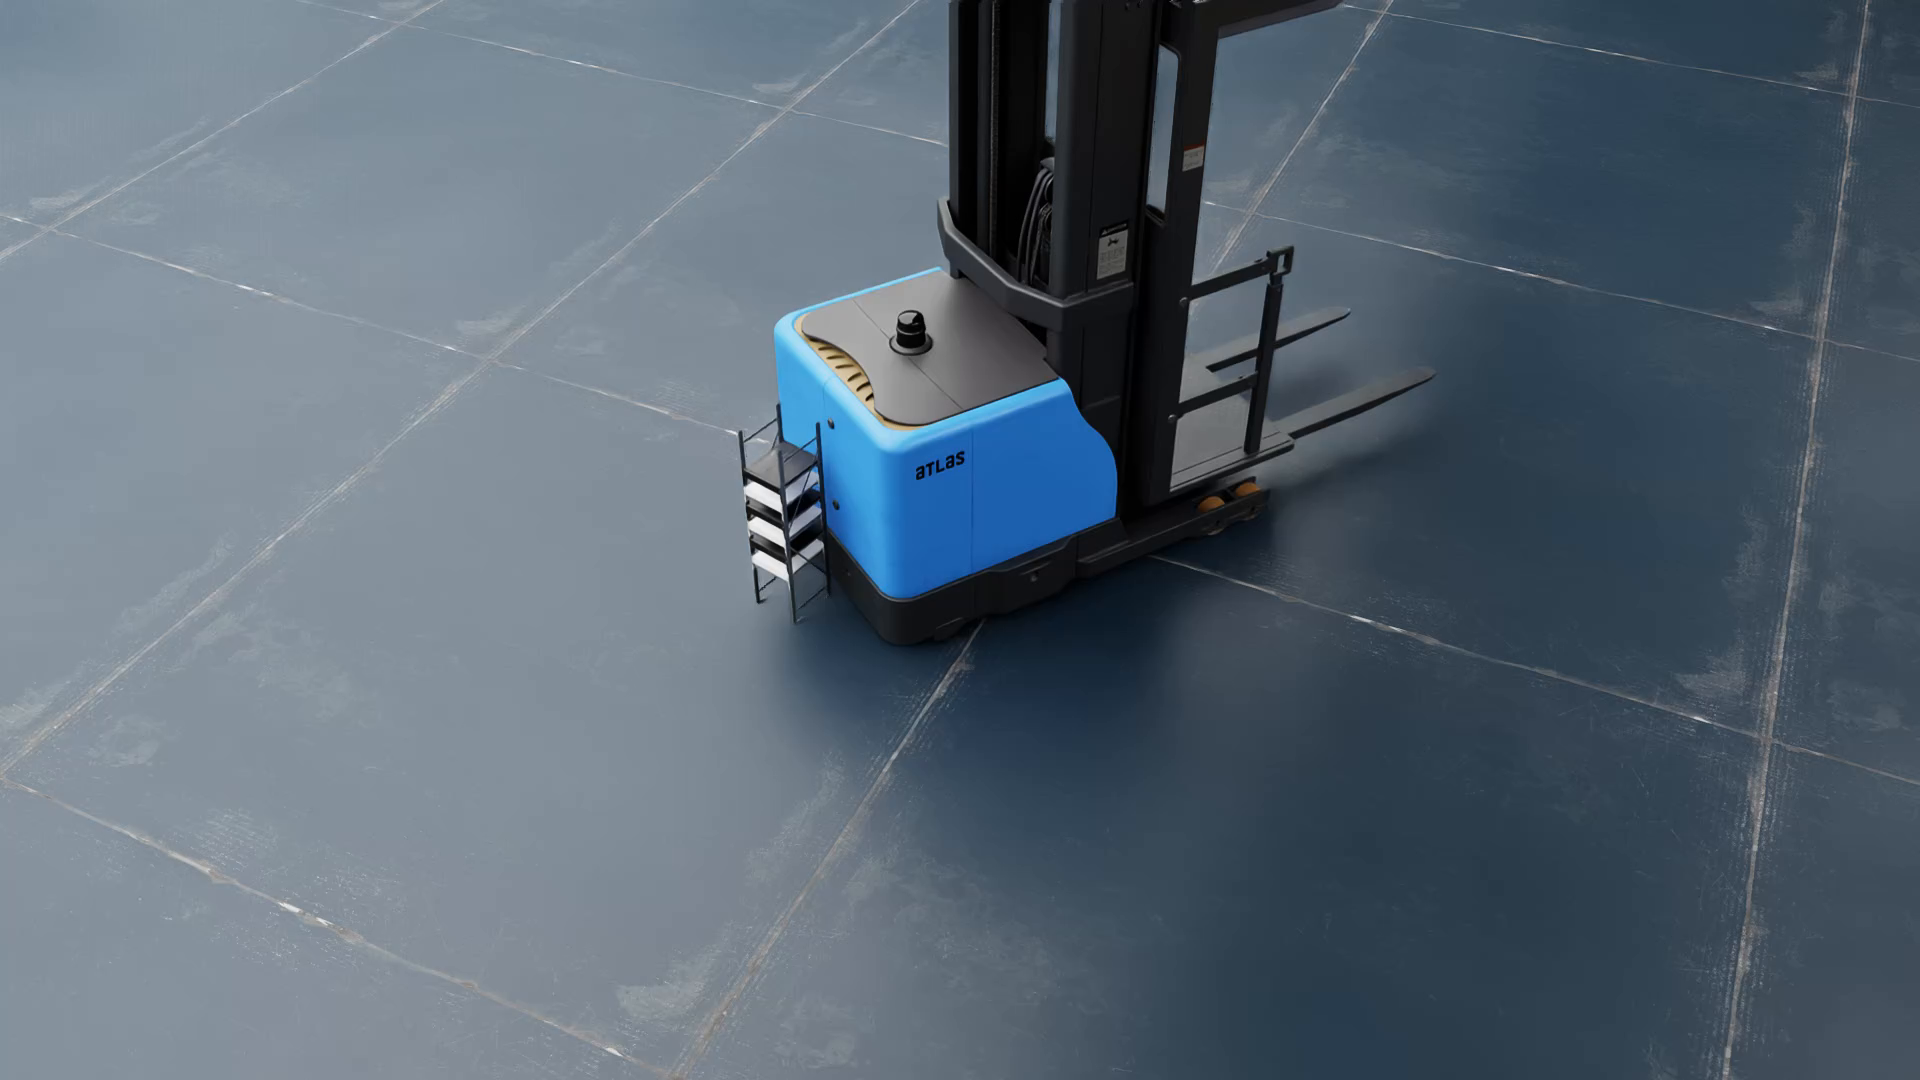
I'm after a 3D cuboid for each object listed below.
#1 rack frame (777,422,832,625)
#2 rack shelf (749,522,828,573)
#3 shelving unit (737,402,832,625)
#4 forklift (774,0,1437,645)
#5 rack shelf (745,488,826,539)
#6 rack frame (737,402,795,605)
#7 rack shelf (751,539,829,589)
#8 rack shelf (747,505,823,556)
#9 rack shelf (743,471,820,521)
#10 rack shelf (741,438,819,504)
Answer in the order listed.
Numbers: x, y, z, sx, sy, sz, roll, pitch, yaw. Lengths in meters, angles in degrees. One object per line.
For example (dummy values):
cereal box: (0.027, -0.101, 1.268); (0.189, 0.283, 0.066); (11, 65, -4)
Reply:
rack frame: (-0.614, -0.053, 6.624); (0.006, 0.900, 0.240); (26, 47, 27)
rack shelf: (-0.695, 0.000, 6.751); (0.200, 0.077, 0.258); (26, 47, 27)
shelving unit: (-0.695, -0.093, 6.671); (0.210, 0.900, 0.258); (26, 47, 27)
forklift: (0.772, -1.407, 6.636); (3.031, 2.935, 1.130); (-21, 45, -23)
rack shelf: (-0.695, -0.136, 6.634); (0.200, 0.077, 0.258); (26, 47, 27)
rack frame: (-0.776, -0.134, 6.717); (0.006, 0.900, 0.240); (26, 47, 27)
rack shelf: (-0.695, 0.068, 6.810); (0.200, 0.077, 0.258); (26, 47, 27)
rack shelf: (-0.695, -0.068, 6.692); (0.200, 0.077, 0.258); (26, 47, 27)
rack shelf: (-0.695, -0.204, 6.575); (0.200, 0.077, 0.258); (26, 47, 27)
rack shelf: (-0.695, -0.272, 6.516); (0.200, 0.077, 0.258); (26, 47, 27)
